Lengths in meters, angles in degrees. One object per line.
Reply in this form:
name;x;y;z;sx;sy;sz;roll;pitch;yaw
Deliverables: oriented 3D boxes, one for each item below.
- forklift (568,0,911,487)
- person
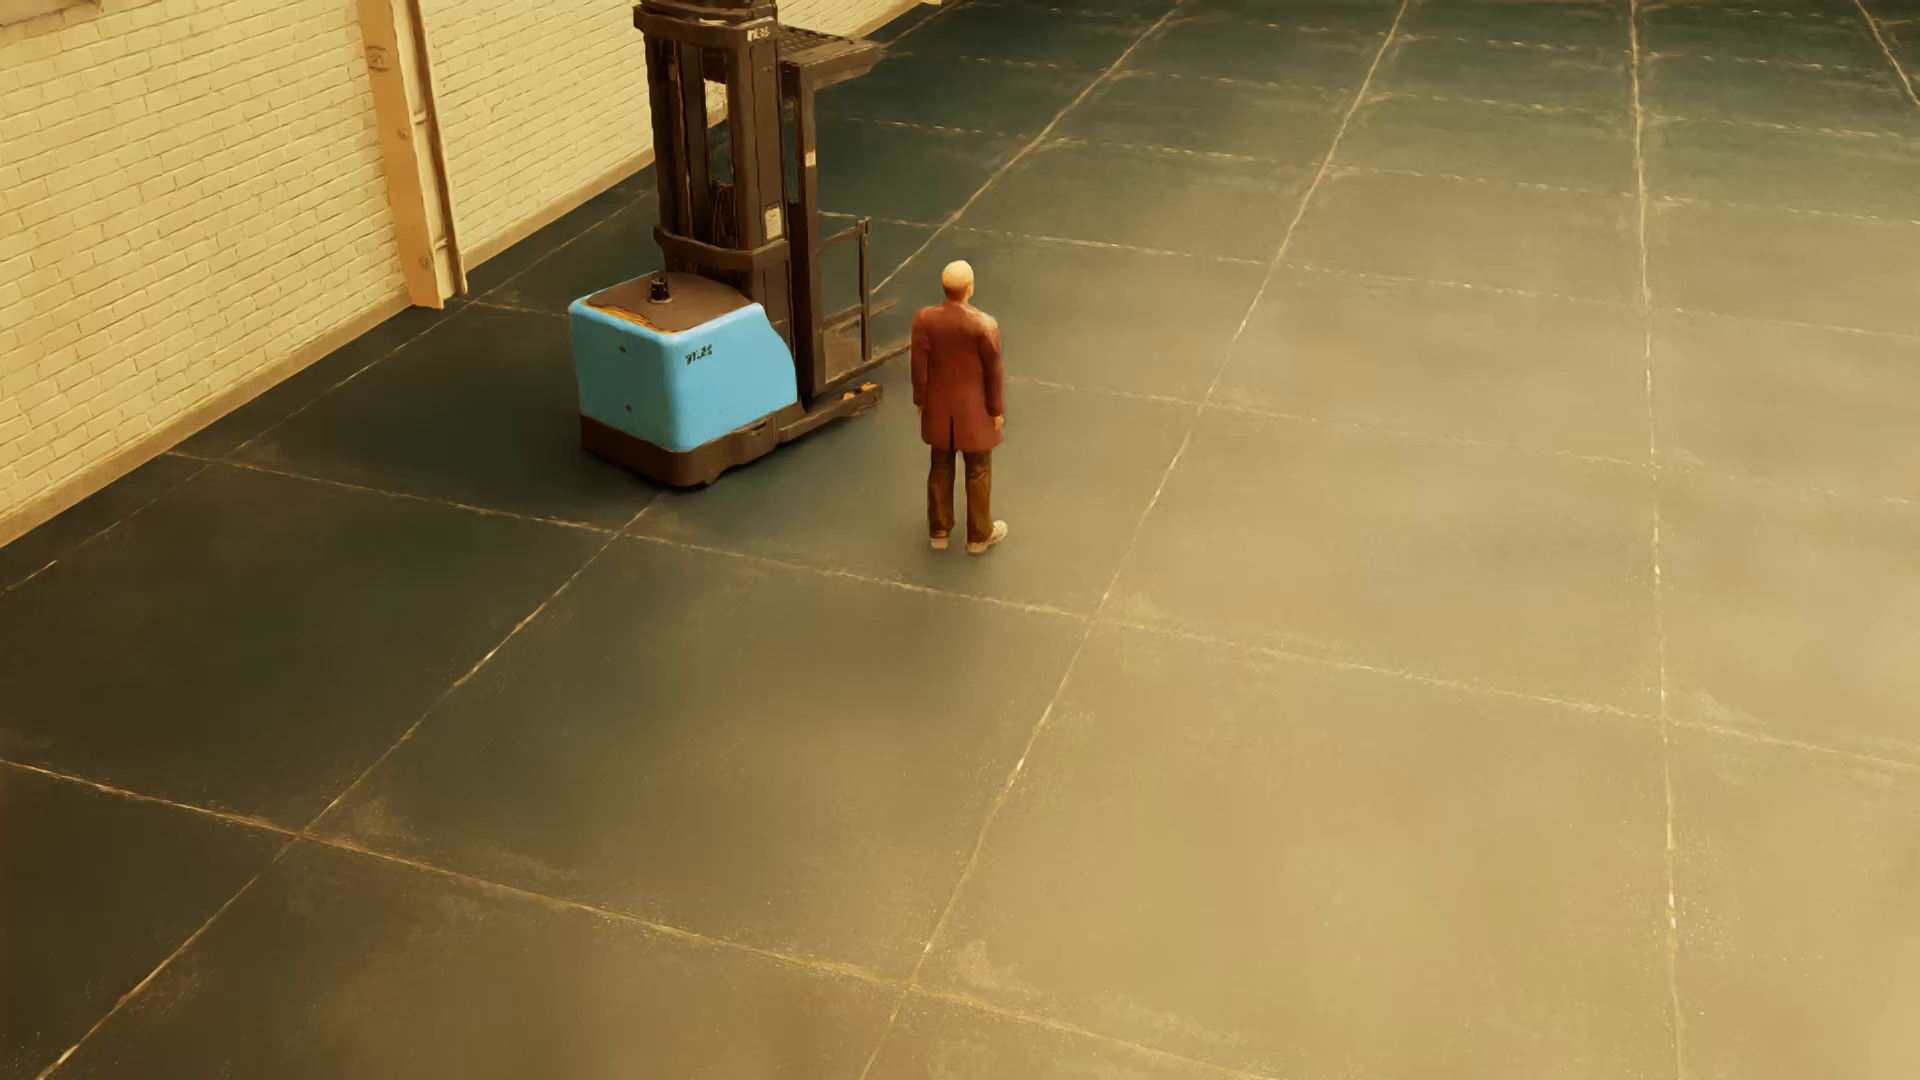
forklift;-1.201;-2.274;11.126;1.130;2.935;3.031;22;36;33
person;0.007;-0.787;9.677;0.558;1.783;0.377;10;31;16
